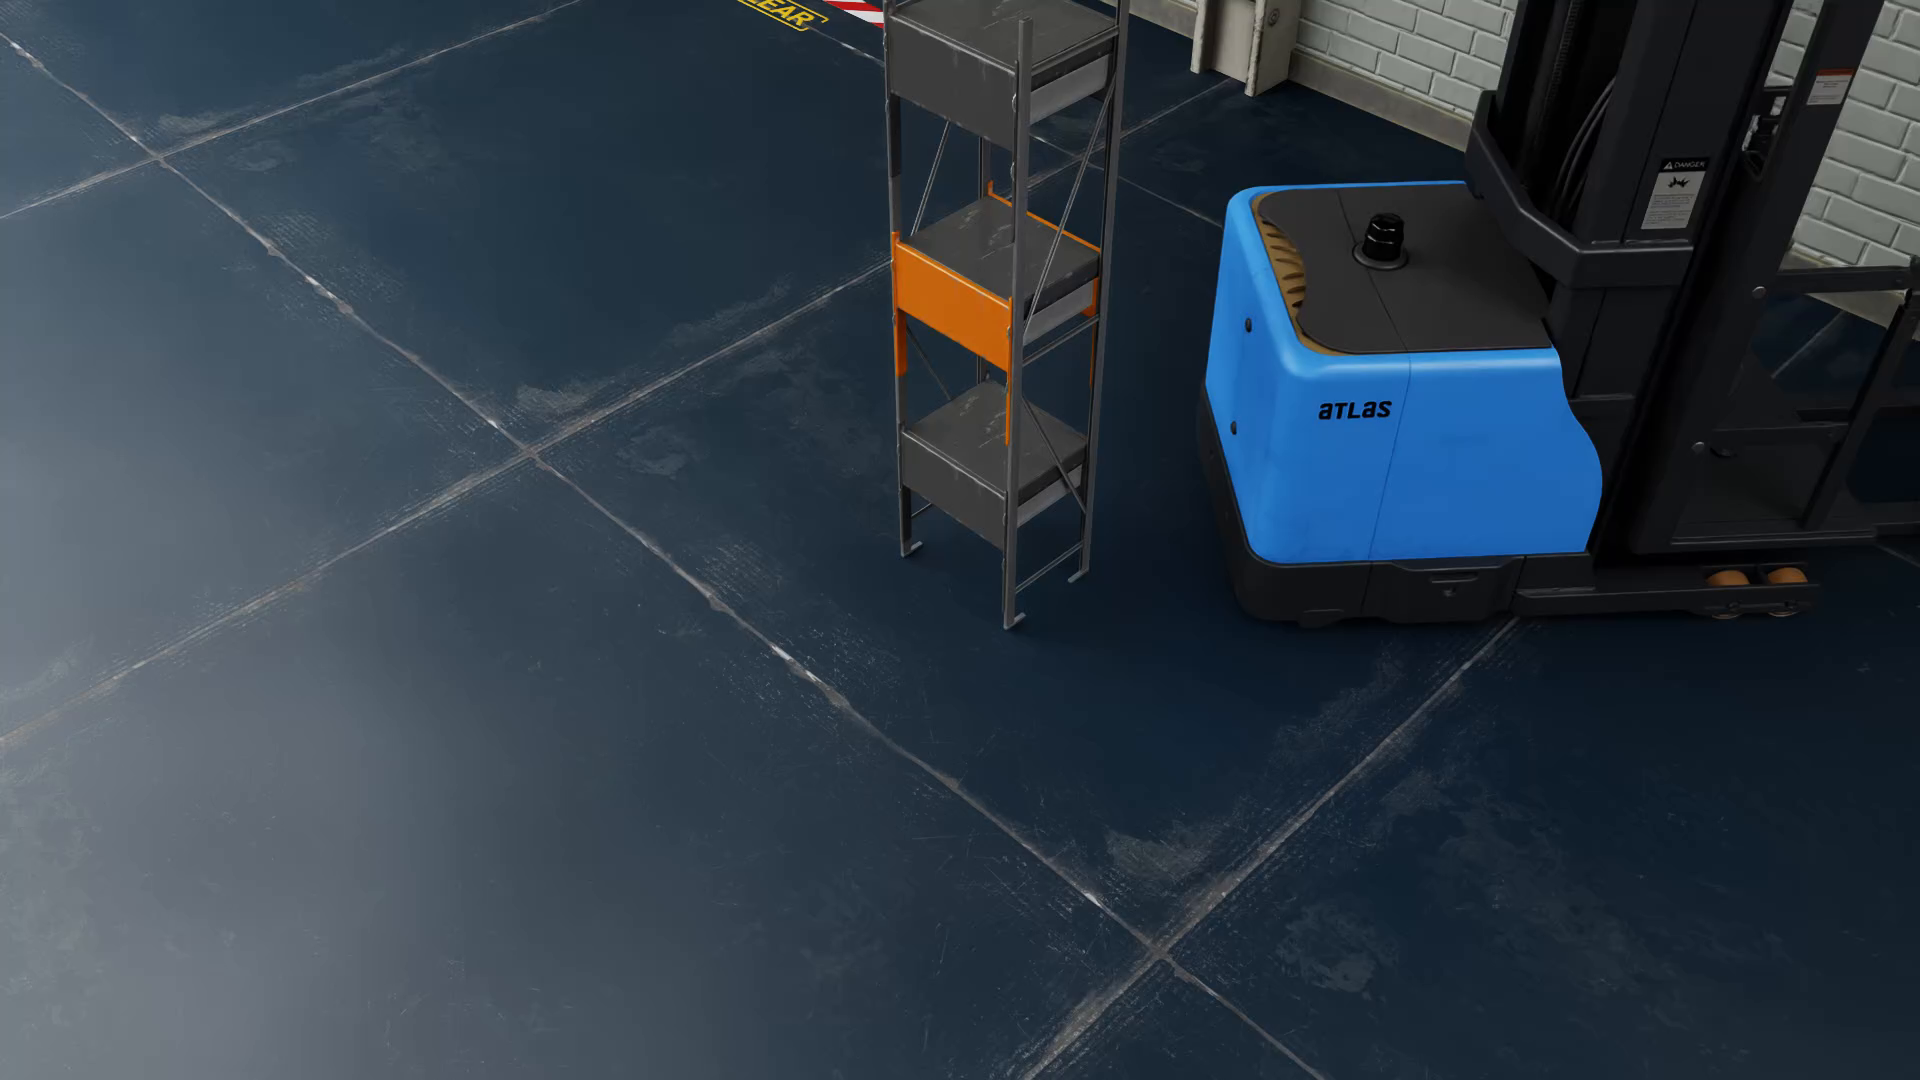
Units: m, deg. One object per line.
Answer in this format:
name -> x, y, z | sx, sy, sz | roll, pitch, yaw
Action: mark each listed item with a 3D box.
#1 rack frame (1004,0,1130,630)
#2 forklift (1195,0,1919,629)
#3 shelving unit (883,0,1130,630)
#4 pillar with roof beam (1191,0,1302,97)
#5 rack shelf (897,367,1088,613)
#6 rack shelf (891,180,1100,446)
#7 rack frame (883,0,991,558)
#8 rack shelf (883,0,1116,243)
rack frame -> 0.289, -0.574, 4.824 | 0.400, 2.100, 0.015 | -34, 53, -31
forklift -> 2.393, -1.175, 4.862 | 3.031, 2.935, 1.130 | -2, 43, -3
shelving unit -> 0.117, -0.692, 4.951 | 0.431, 2.100, 0.503 | -34, 53, -31
pillar with roof beam -> -1.655, -3.562, 2.974 | 9.100, 9.000, 0.400 | -34, 53, -31
rack shelf -> 0.117, -0.167, 5.436 | 0.431, 0.518, 0.480 | -34, 53, -31
rack shelf -> 0.117, -0.682, 4.961 | 0.431, 0.518, 0.480 | -34, 53, -31
rack frame -> -0.055, -0.809, 5.078 | 0.400, 2.100, 0.015 | -34, 53, -31
rack shelf -> 0.117, -1.196, 4.486 | 0.431, 0.518, 0.480 | -34, 53, -31
